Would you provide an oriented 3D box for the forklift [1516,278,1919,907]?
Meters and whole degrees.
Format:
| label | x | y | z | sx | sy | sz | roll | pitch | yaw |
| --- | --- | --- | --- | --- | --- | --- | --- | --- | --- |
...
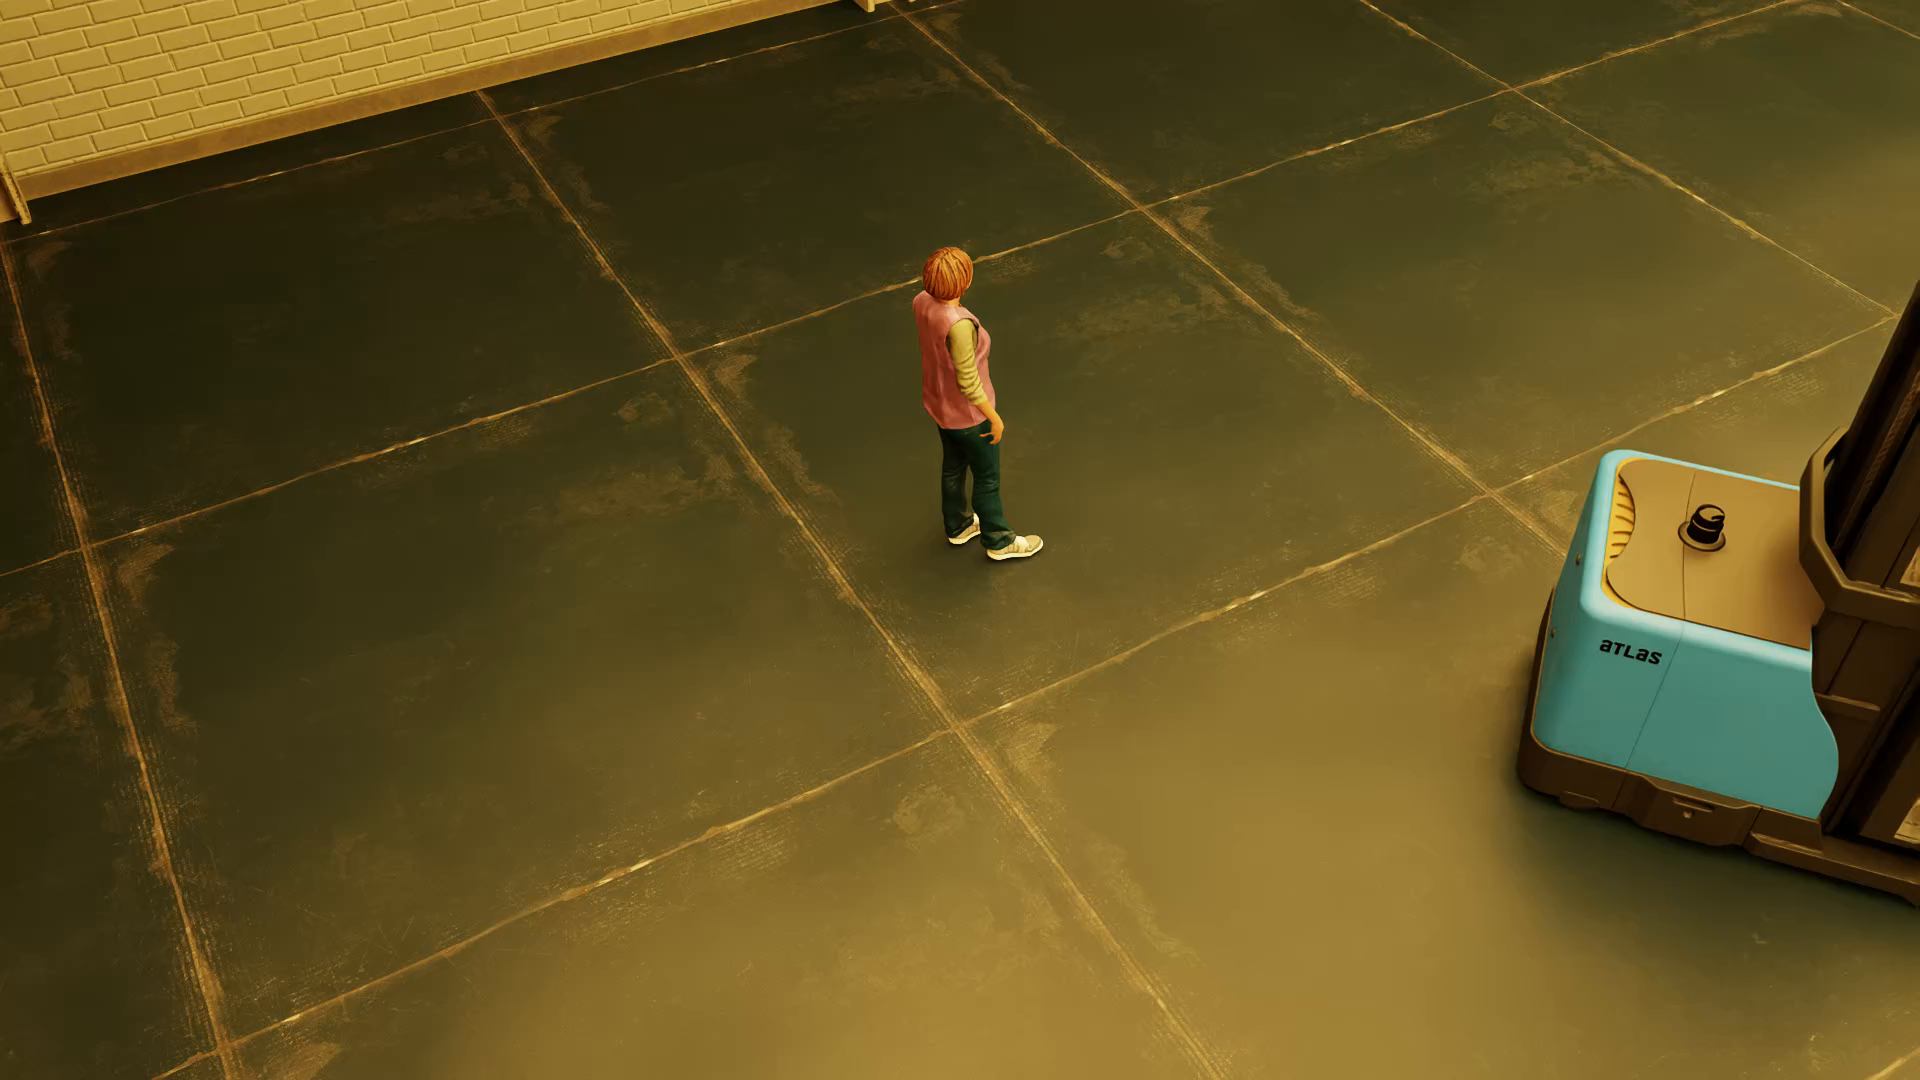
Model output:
| label | x | y | z | sx | sy | sz | roll | pitch | yaw |
| --- | --- | --- | --- | --- | --- | --- | --- | --- | --- |
| forklift | 3.827 | -0.009 | 5.708 | 3.031 | 2.935 | 1.130 | 14 | 45 | 15 |

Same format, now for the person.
| label | x | y | z | sx | sy | sz | roll | pitch | yaw |
| --- | --- | --- | --- | --- | --- | --- | --- | --- | --- |
| person | 0.072 | -0.608 | 7.324 | 0.473 | 1.599 | 0.521 | -21 | 47 | -21 |
